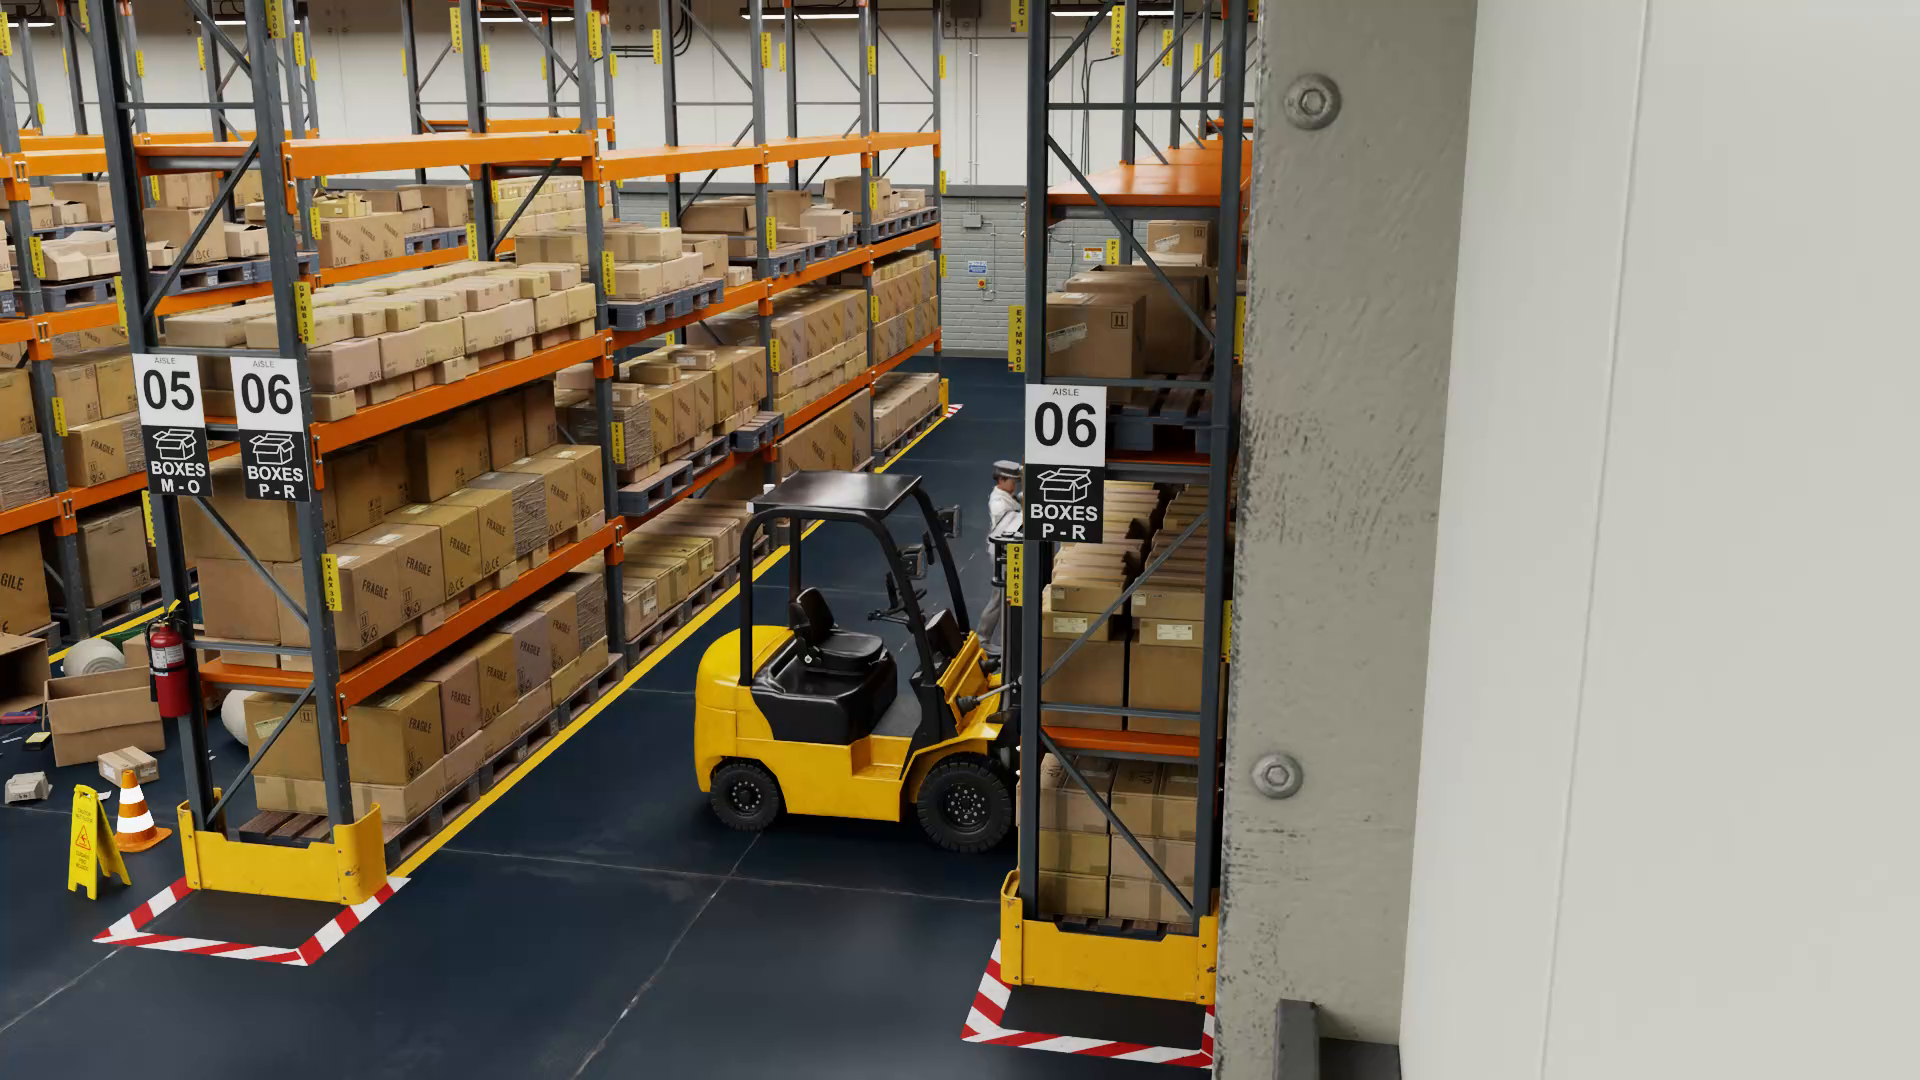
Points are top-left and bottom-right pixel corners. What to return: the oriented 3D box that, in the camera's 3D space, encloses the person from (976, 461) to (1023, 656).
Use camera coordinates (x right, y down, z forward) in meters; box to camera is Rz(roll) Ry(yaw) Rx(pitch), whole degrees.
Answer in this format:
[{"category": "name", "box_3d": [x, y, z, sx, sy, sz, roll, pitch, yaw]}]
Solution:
[{"category": "person", "box_3d": [0.469, 0.152, 13.887, 0.708, 1.646, 0.520, 1, 15, 4]}]
